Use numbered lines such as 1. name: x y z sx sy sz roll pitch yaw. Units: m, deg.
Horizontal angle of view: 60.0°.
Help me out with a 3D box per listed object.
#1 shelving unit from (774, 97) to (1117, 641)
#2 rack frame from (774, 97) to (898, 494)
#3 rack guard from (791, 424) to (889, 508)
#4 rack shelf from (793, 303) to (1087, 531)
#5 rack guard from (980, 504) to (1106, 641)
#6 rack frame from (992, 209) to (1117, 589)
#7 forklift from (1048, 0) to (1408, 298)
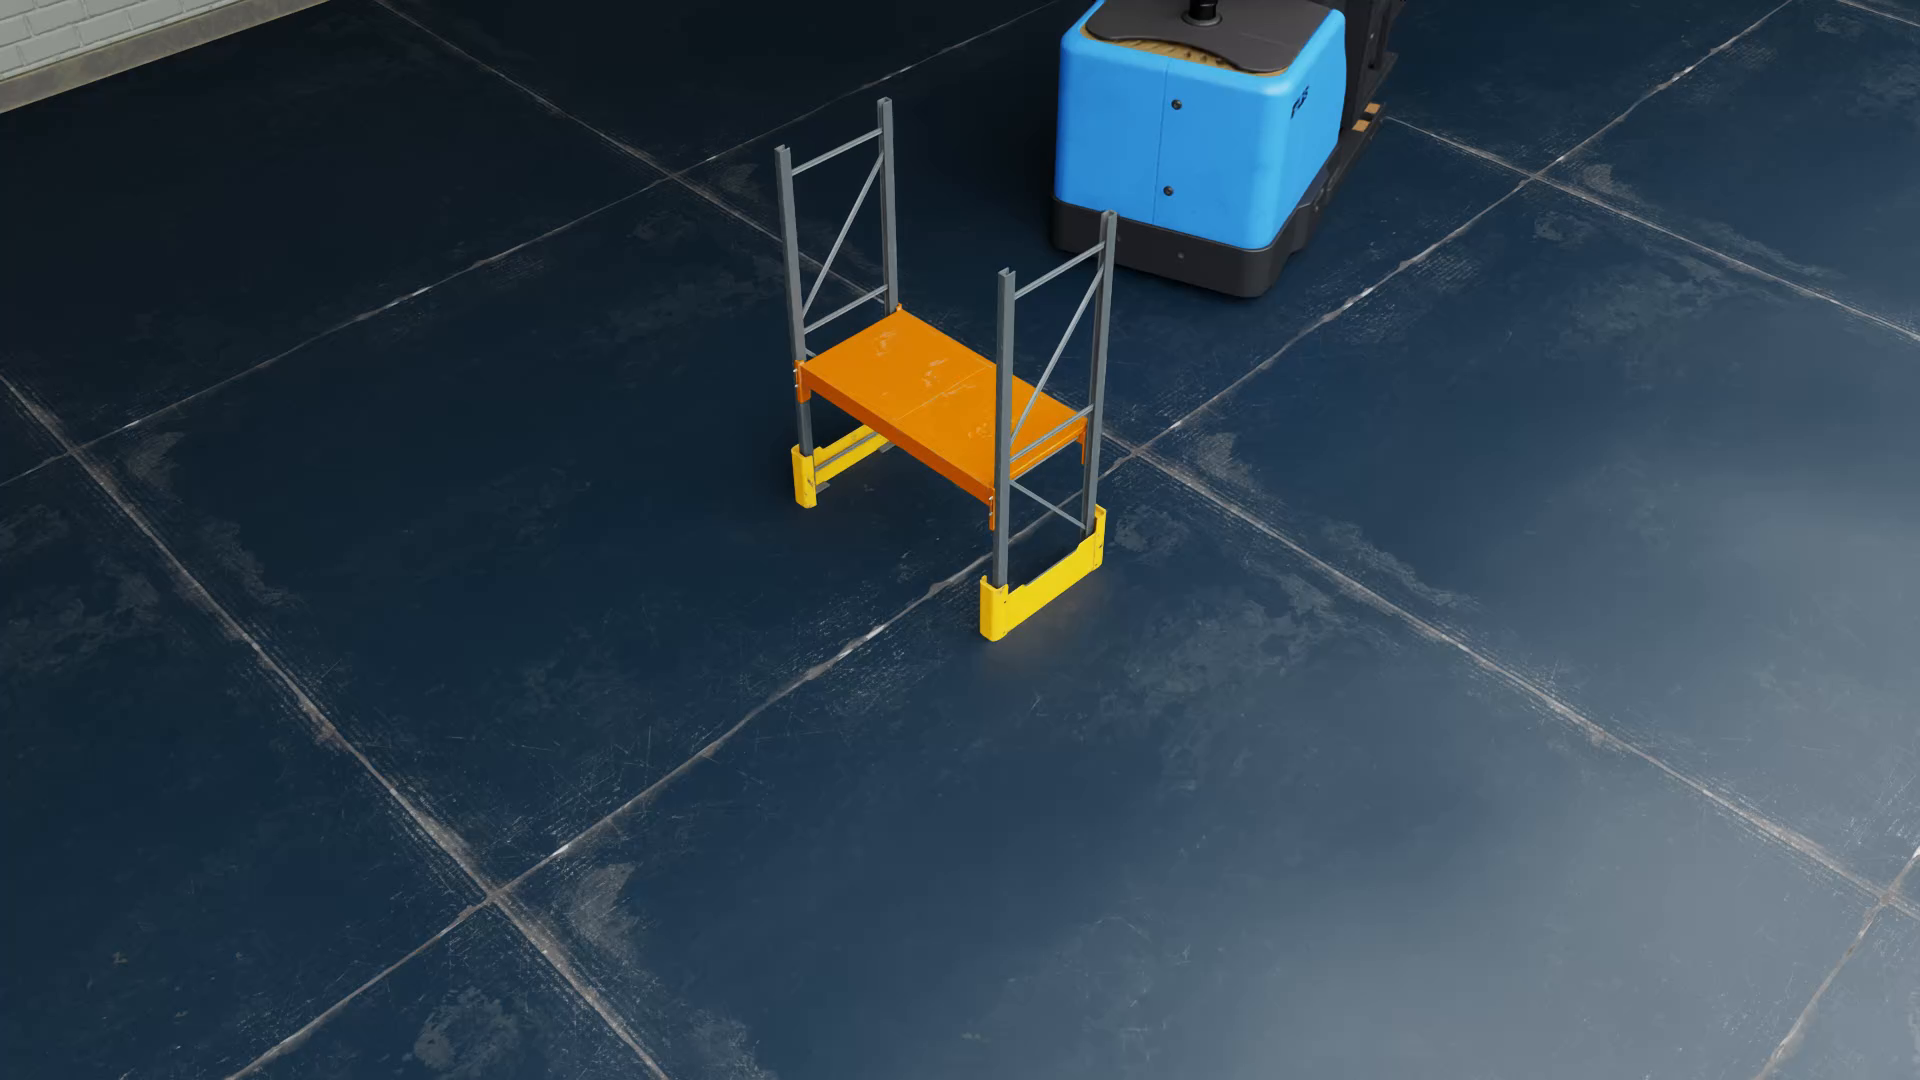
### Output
1. shelving unit: -0.054 -0.587 5.781 0.587 1.500 1.083 -34 53 -31
2. rack frame: -0.419 -0.836 6.050 0.500 1.500 0.032 -34 53 -31
3. rack guard: -0.406 -0.368 6.464 0.587 0.250 0.087 -34 53 -31
4. rack shelf: -0.060 -0.460 5.907 0.538 0.185 1.000 -34 53 -31
5. rack guard: 0.298 0.111 5.946 0.587 0.250 0.087 -34 53 -31
6. rack frame: 0.299 -0.348 5.521 0.500 1.500 0.032 -34 53 -31
7. forklift: 1.515 -3.140 7.489 1.130 2.935 3.031 19 46 19
